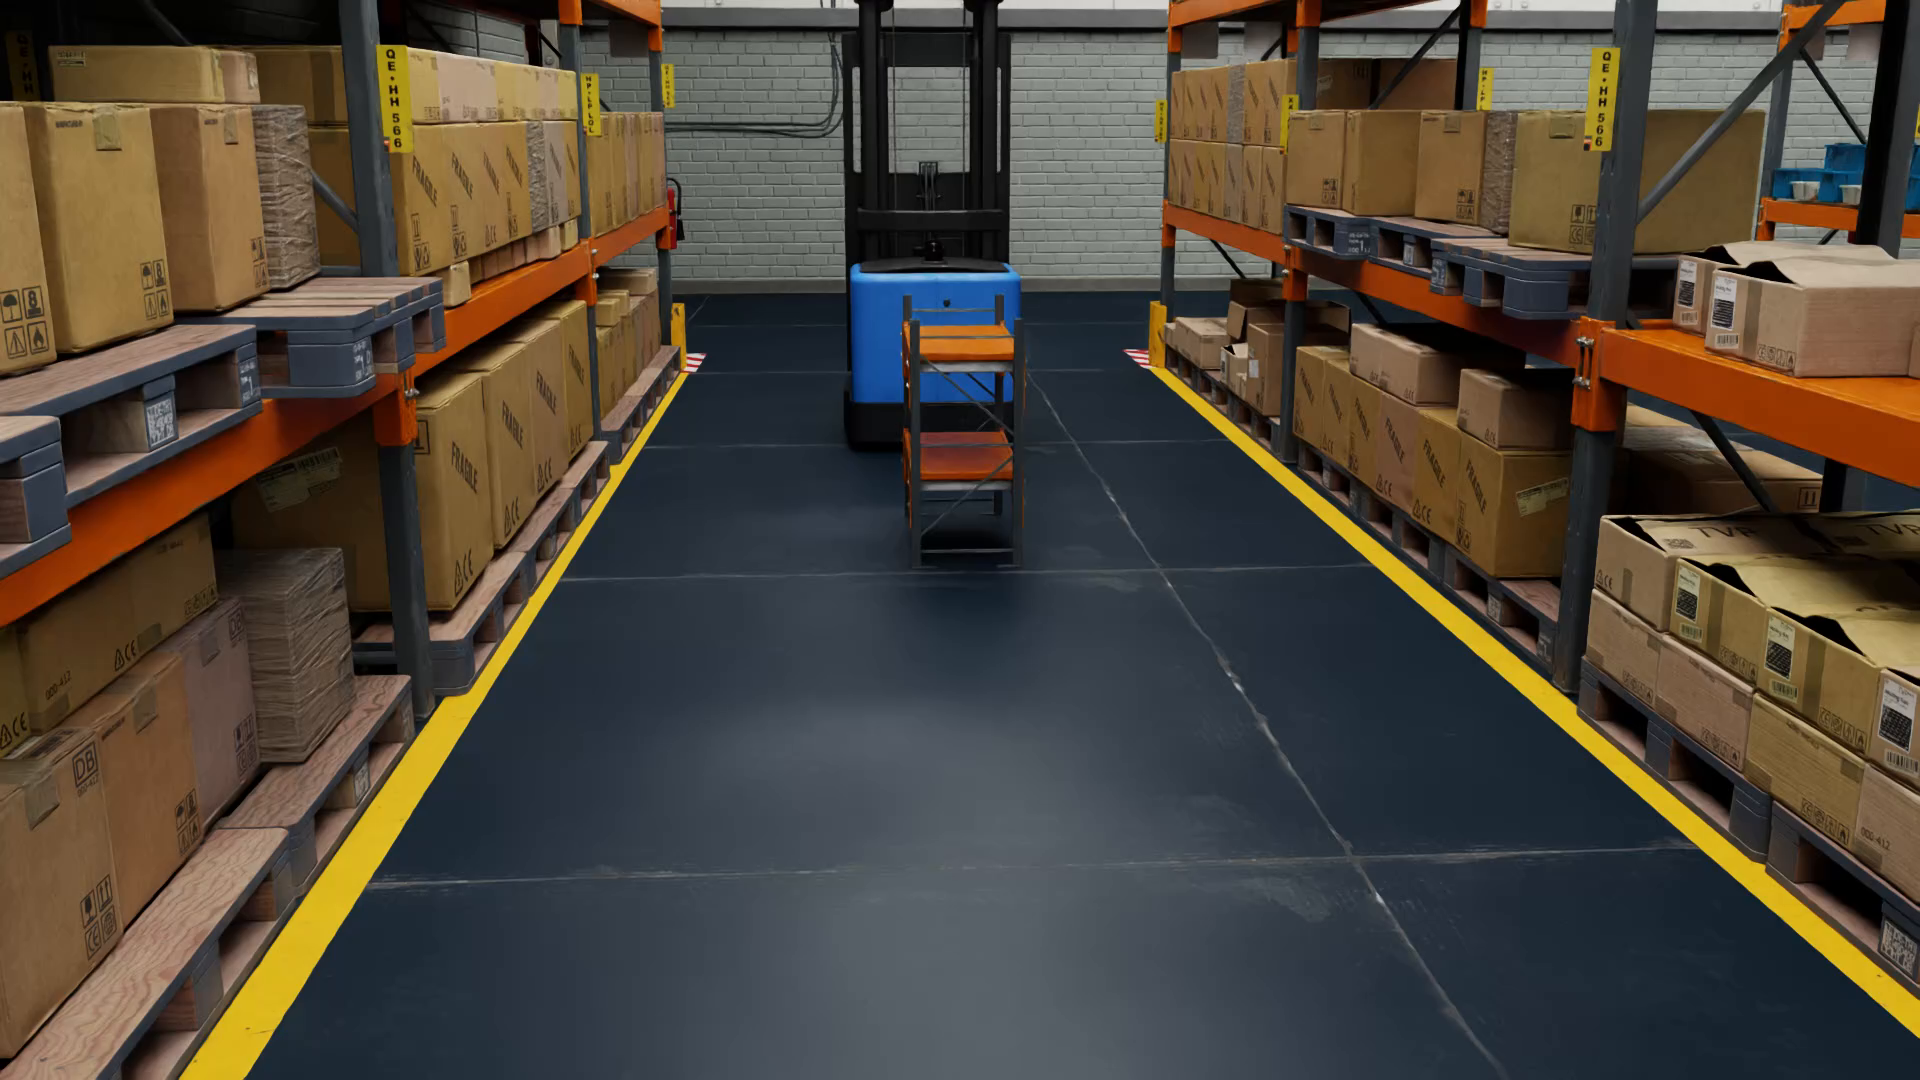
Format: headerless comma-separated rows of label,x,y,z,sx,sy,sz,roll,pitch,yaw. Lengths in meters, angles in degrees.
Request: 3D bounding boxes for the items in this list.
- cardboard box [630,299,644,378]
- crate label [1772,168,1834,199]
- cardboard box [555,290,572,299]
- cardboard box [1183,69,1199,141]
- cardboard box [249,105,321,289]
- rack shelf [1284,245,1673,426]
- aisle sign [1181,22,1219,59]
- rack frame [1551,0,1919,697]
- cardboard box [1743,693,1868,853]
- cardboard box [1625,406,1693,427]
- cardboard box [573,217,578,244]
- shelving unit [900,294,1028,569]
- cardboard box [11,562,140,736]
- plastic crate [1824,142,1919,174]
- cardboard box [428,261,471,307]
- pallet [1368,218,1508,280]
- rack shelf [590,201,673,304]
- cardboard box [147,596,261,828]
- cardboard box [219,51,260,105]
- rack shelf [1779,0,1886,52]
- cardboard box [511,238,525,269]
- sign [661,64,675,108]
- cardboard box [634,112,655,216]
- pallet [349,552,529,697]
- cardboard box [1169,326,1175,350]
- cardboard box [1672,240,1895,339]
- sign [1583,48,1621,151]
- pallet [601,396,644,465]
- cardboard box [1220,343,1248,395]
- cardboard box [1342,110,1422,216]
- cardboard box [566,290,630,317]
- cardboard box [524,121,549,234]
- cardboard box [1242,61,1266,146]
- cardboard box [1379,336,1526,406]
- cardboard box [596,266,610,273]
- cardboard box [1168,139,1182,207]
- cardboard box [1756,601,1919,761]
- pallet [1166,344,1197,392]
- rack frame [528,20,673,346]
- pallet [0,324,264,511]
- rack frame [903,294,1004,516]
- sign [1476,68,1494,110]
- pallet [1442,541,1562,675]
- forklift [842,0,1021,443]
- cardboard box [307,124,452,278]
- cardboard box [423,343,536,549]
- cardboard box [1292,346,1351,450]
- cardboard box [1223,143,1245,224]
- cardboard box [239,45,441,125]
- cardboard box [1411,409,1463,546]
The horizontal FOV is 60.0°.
cardboard box,-2.599,-1.406,11.644,0.700,0.500,0.500,-1,14,-5
crate label,6.770,-2.870,13.375,0.416,0.233,0.303,-1,14,-3
cardboard box,-2.756,-1.555,10.923,0.380,0.149,0.250,-1,14,-3
cardboard box,1.944,-3.201,12.240,0.500,0.500,0.500,-1,14,-3
cardboard box,-2.270,-0.990,4.772,0.700,0.500,0.500,-3,15,-10
rack shelf,2.511,-1.072,7.616,1.077,0.370,4.000,-1,14,-3
aisle sign,1.842,-4.184,13.051,0.394,0.787,0.004,-1,14,-3
rack frame,2.635,-0.923,5.594,1.000,3.000,0.127,-1,14,-3
cardboard box,2.445,0.594,4.372,0.500,0.250,0.500,-1,14,-5
cardboard box,2.828,-0.298,7.298,0.500,0.500,0.500,-1,14,-4
cardboard box,-2.253,-1.649,8.878,0.380,0.149,0.250,-1,14,-3
shelving unit,0.000,-0.546,7.893,0.538,1.125,1.048,-1,14,-3
cardboard box,-2.203,0.238,3.712,0.500,0.250,0.500,-1,14,-4
plastic crate,7.291,-2.954,13.296,0.616,0.435,0.499,-1,14,-3
cardboard box,-2.037,-0.949,6.160,0.380,0.149,0.250,0,14,-2
pallet,2.510,-1.314,7.497,1.003,0.211,1.213,-1,14,-3
rack shelf,-2.681,-1.989,11.182,1.077,0.370,4.000,-1,14,-3
cardboard box,-2.296,0.460,4.352,0.700,0.500,0.500,-1,14,-4
cardboard box,-2.258,-1.336,4.813,0.380,0.149,0.250,-3,15,-11
rack shelf,7.207,-3.595,11.403,1.077,0.370,4.000,-1,14,-3
cardboard box,-2.218,-1.332,7.648,0.380,0.149,0.250,-1,14,-5
sign,-2.262,-3.516,12.871,0.100,0.325,0.005,-1,14,-3
cardboard box,-2.707,-2.673,11.793,0.980,0.700,0.700,-1,14,-4
pallet,-2.283,0.308,6.407,1.003,0.211,1.213,-1,14,-3
cardboard box,1.838,-1.582,12.958,0.380,0.166,0.250,-1,14,-3
cardboard box,2.614,-0.789,5.251,0.500,0.311,0.500,0,14,0
sign,2.094,-1.435,5.418,0.100,0.325,0.005,-1,14,-3
pallet,-2.526,-0.680,10.246,1.003,0.211,1.213,-1,14,-3
cardboard box,2.022,-1.152,10.999,0.500,0.311,0.500,-1,14,-3
cardboard box,2.299,-1.878,8.263,0.700,0.500,0.500,1,14,5
cardboard box,-2.372,-1.553,10.913,0.380,0.149,0.250,-1,14,-5
cardboard box,-2.213,-1.680,7.697,0.500,0.500,0.500,-1,14,-3
cardboard box,2.063,-2.700,10.291,0.500,0.500,0.500,-1,14,-5
cardboard box,2.267,-0.786,7.690,0.500,0.250,0.500,-1,14,-4
cardboard box,-2.869,-1.998,12.642,0.380,0.149,0.250,-1,14,-3
cardboard box,1.904,-2.847,12.869,0.500,0.500,0.500,-1,14,-2
cardboard box,2.445,0.326,4.290,0.500,0.311,0.500,-1,14,-5
pallet,2.194,-1.345,12.830,1.003,0.211,1.213,-1,14,-3
rack frame,-2.805,-2.835,13.026,1.000,3.000,0.127,-1,14,-3
pallet,-2.145,-0.261,3.406,1.003,0.211,1.213,-1,14,-3
rack frame,-0.032,-0.673,8.384,0.500,1.125,0.032,-1,14,-3
sign,2.941,-2.488,9.353,0.100,0.325,0.005,-1,14,-3
pallet,2.626,0.241,6.665,1.003,0.211,1.213,-1,14,-3
forklift,-0.233,-2.322,11.170,1.130,2.935,3.031,-1,14,-4
cardboard box,-2.084,-1.172,5.726,0.500,0.500,0.500,0,14,-2
cardboard box,-2.272,-0.411,7.074,0.750,0.750,0.750,-1,14,-4
cardboard box,2.174,-0.796,9.234,0.500,0.500,0.500,-2,15,-6
cardboard box,2.033,-2.342,10.910,0.500,0.500,0.500,-1,14,-2
cardboard box,-2.082,-1.535,5.629,0.500,0.250,0.500,-1,14,-2
cardboard box,2.311,-0.283,7.240,0.500,0.500,0.500,-1,14,-5
